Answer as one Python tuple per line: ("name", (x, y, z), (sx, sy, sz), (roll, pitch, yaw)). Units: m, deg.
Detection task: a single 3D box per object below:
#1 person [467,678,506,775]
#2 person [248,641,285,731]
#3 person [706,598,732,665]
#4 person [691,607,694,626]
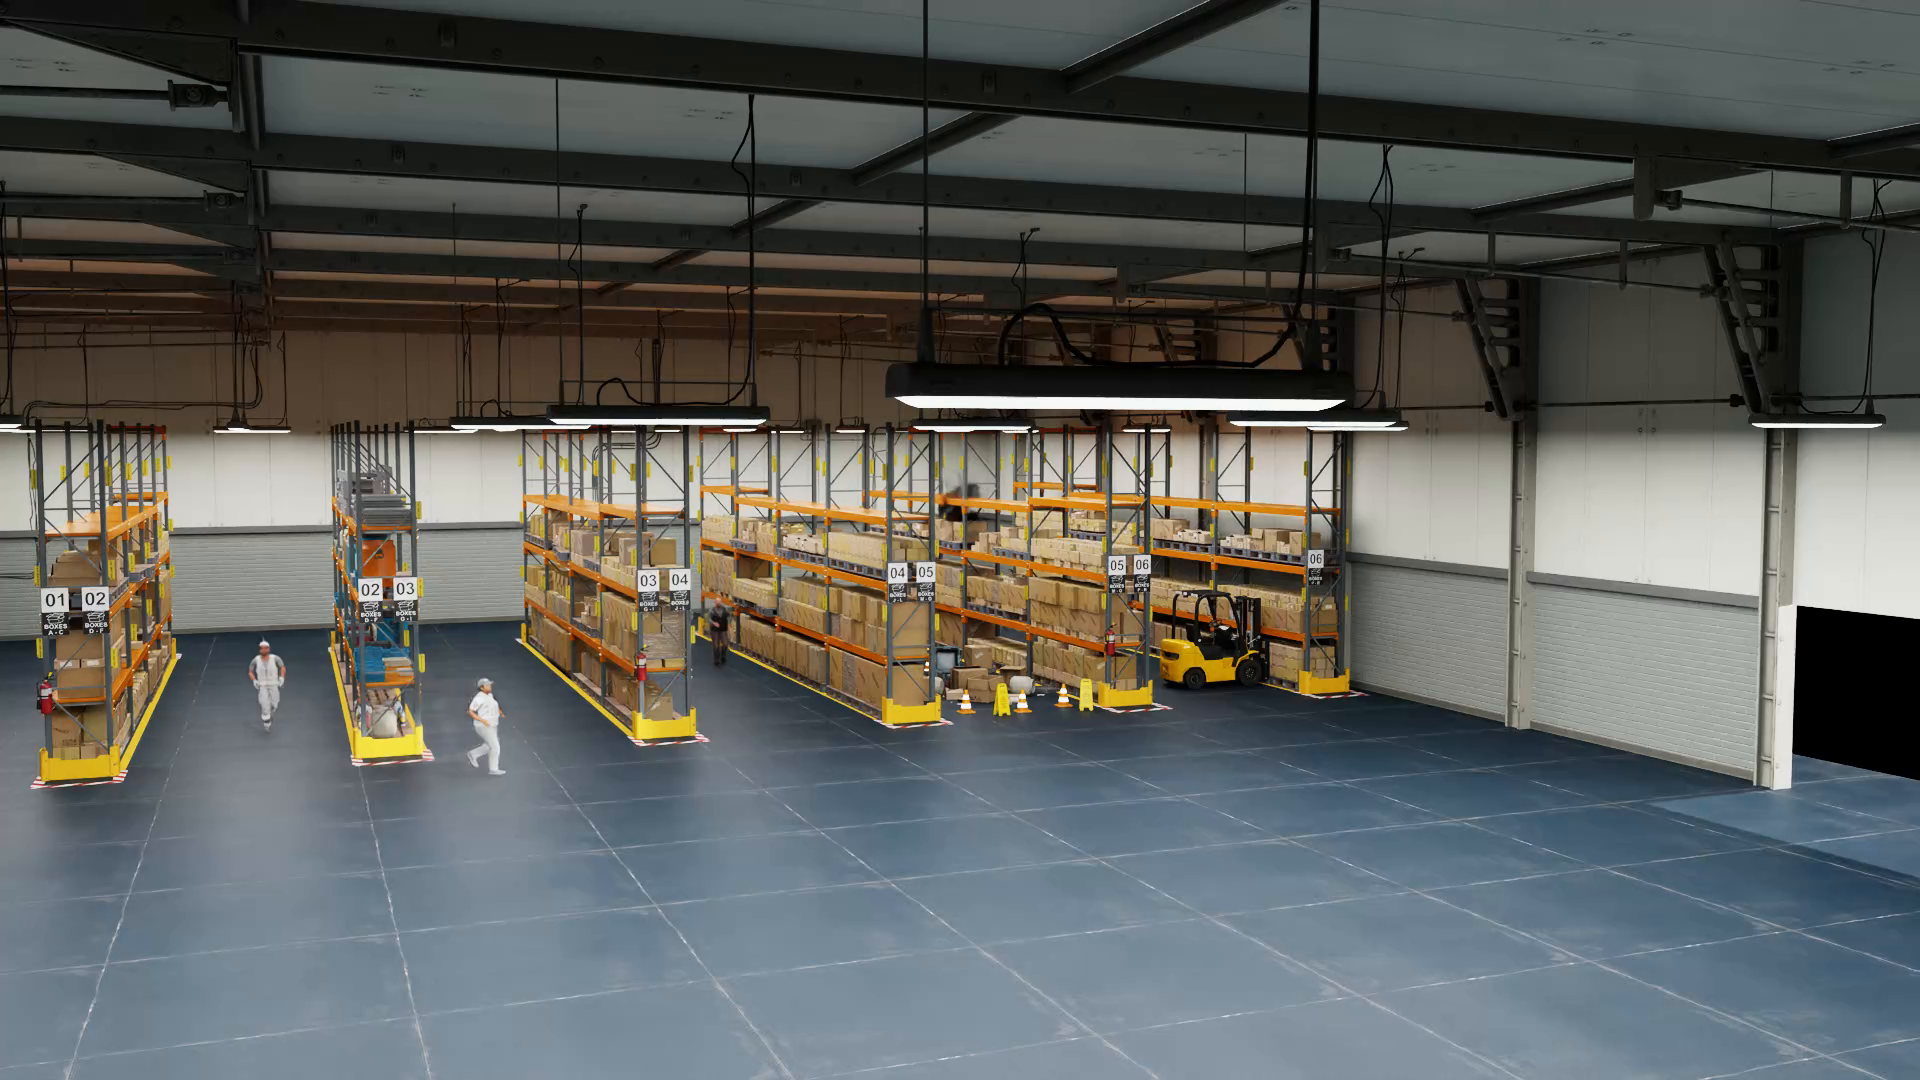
("person", (-8.045, 3.150, 28.130), (0.758, 1.627, 0.617), (1, 4, 10))
("person", (-13.446, 2.838, 32.271), (0.661, 1.745, 0.537), (-2, 4, -23))
("person", (-5.969, 2.286, 41.387), (0.679, 1.705, 0.648), (-1, 4, -20))
("person", (-7.081, 2.252, 42.759), (0.505, 1.594, 0.667), (-2, 4, -32))
